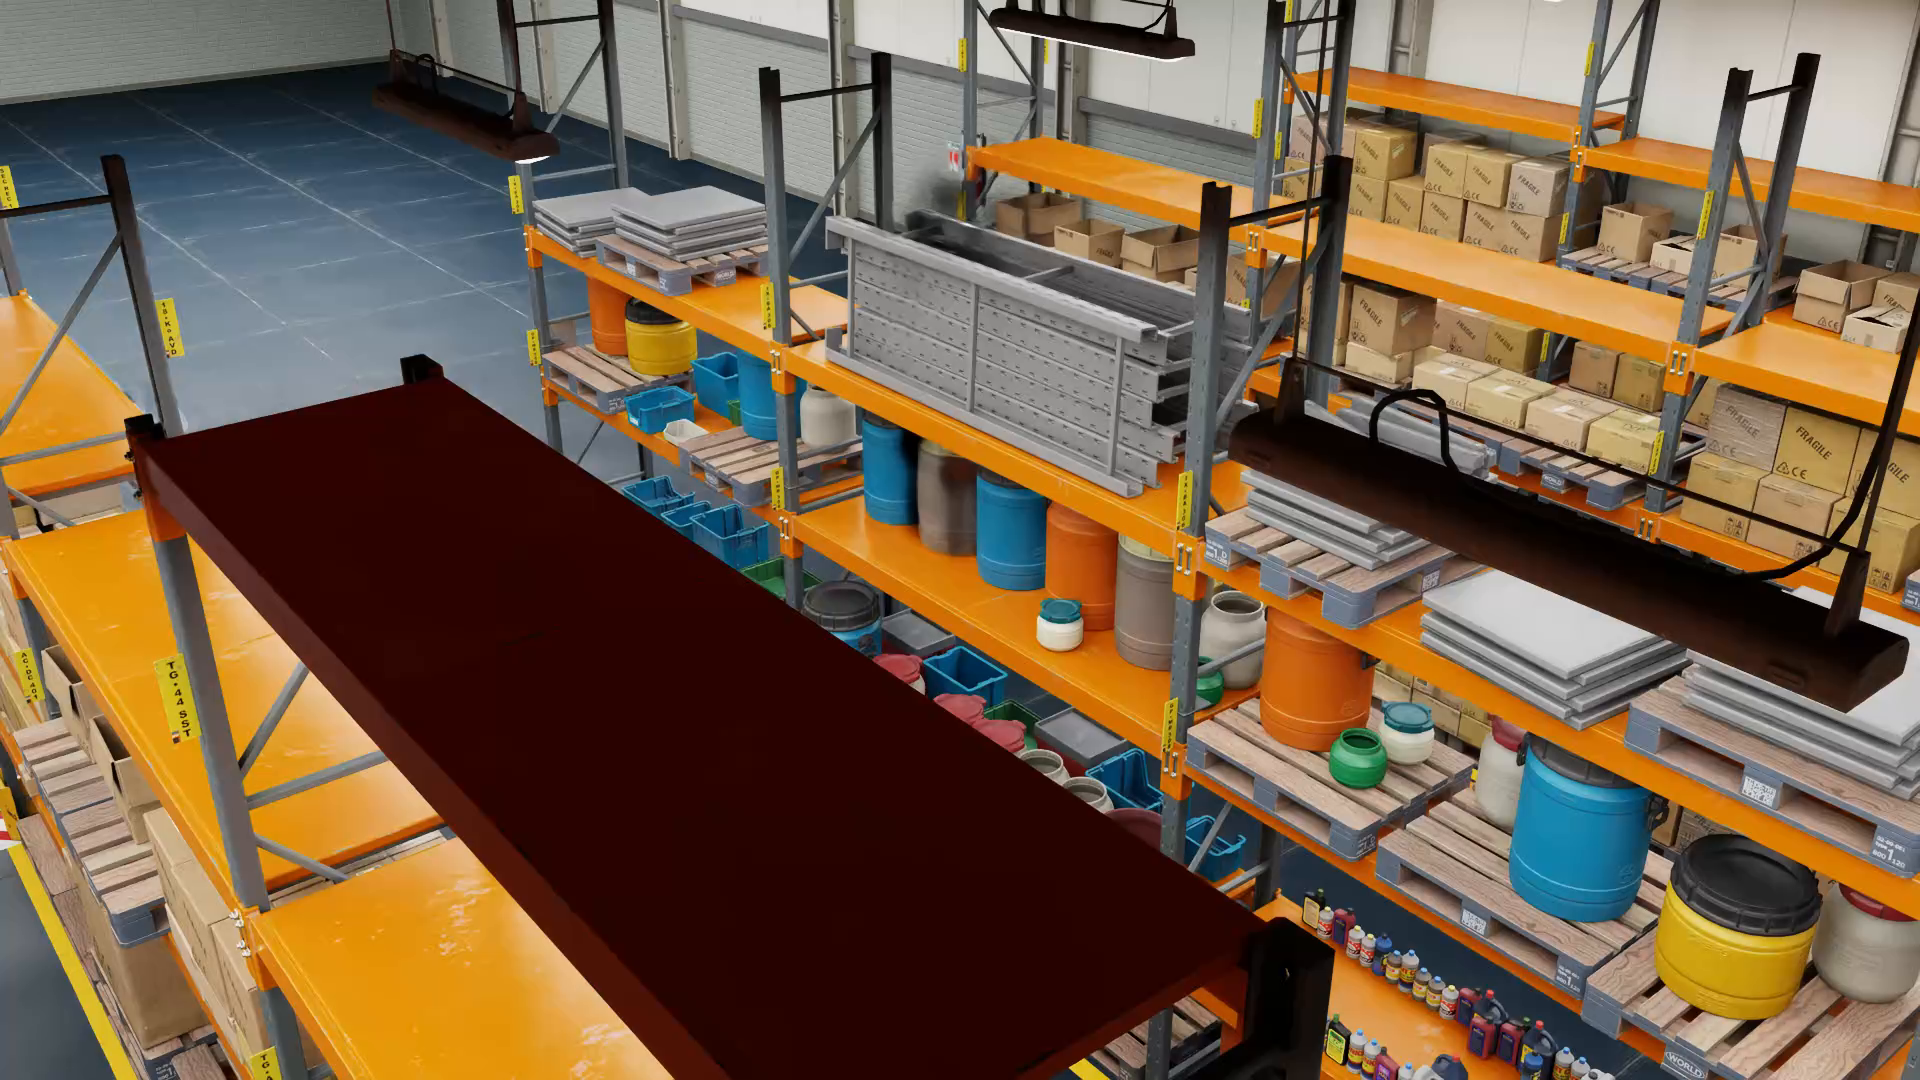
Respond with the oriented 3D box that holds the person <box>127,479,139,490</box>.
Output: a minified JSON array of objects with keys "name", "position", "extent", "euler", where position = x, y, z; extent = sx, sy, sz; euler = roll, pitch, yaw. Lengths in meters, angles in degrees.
[{"name":"person","position":[-9.197,-0.924,18.218],"extent":[0.806,1.743,0.612],"euler":[-6,27,-13]}]
